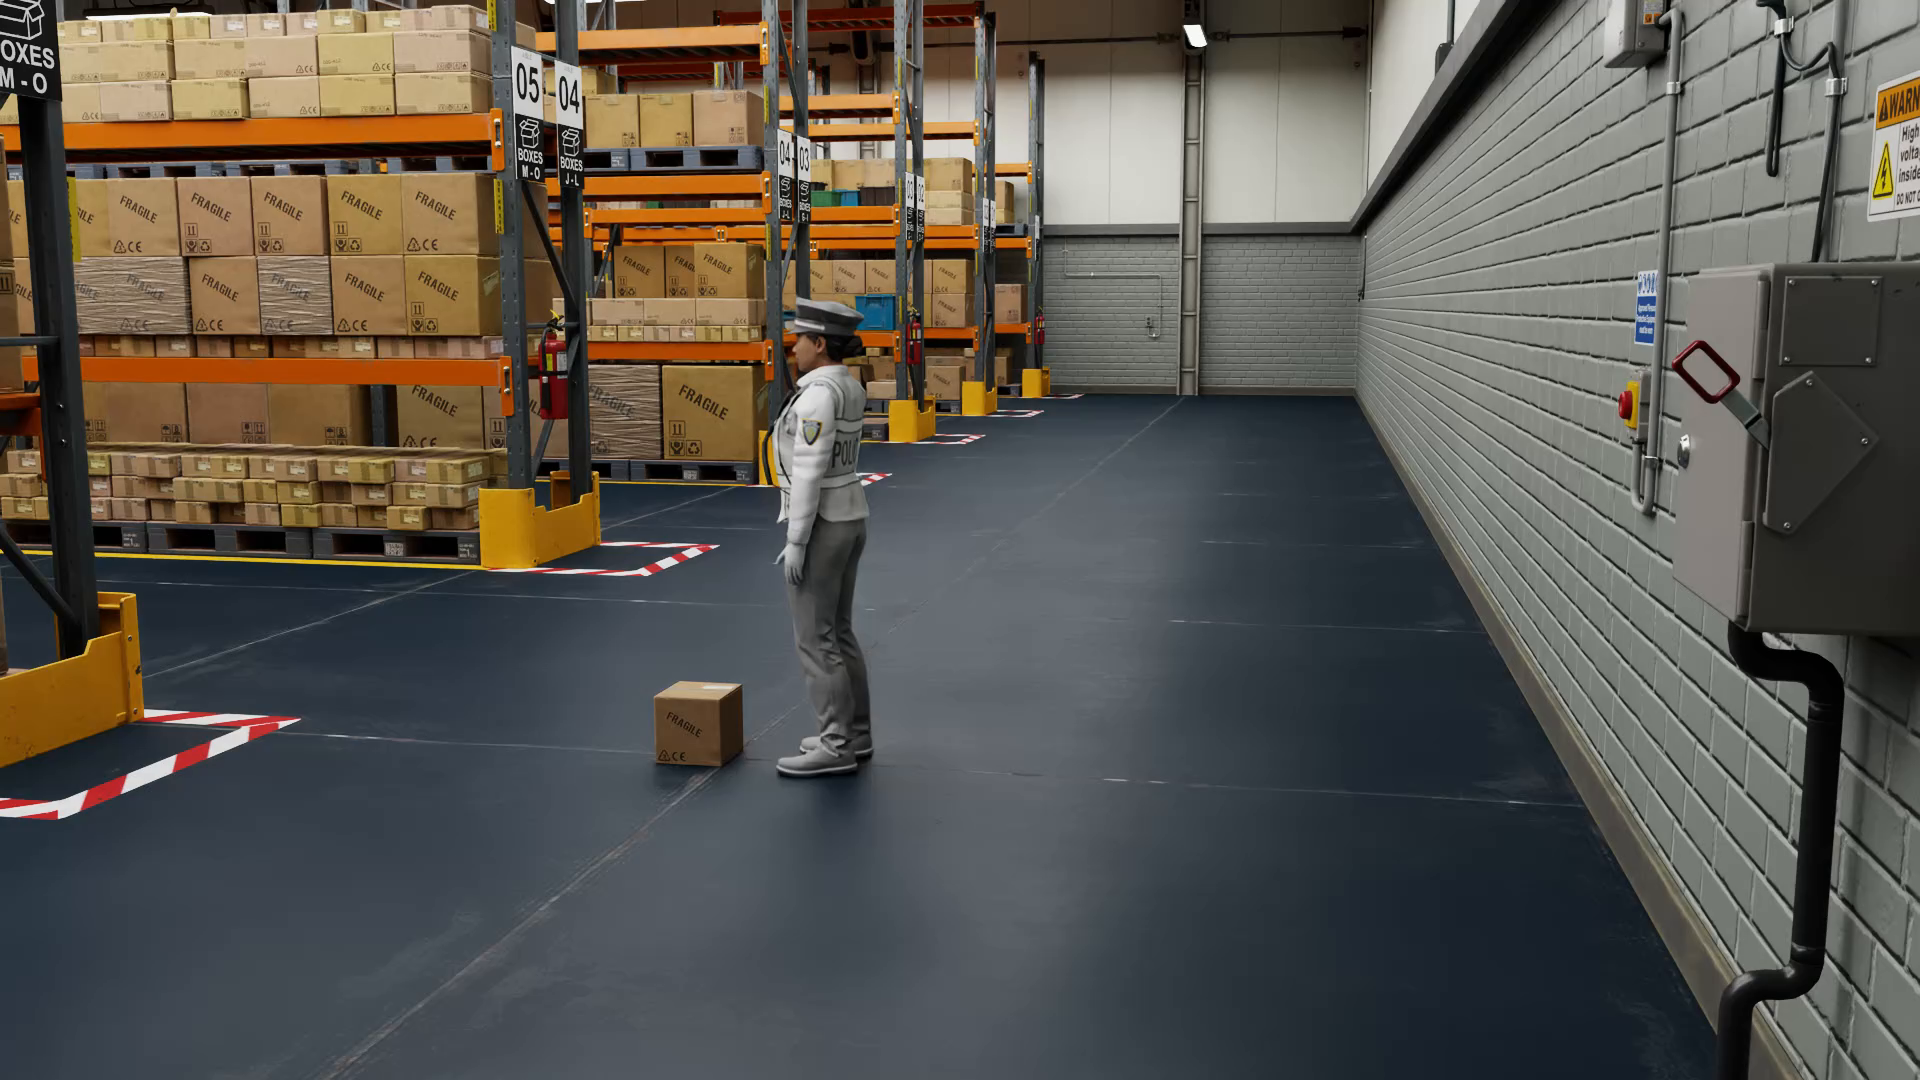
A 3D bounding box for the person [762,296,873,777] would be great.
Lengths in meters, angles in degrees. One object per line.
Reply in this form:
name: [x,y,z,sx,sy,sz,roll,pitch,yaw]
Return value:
person: [-0.499,-0.015,5.886,0.334,1.678,0.470,2,8,13]
